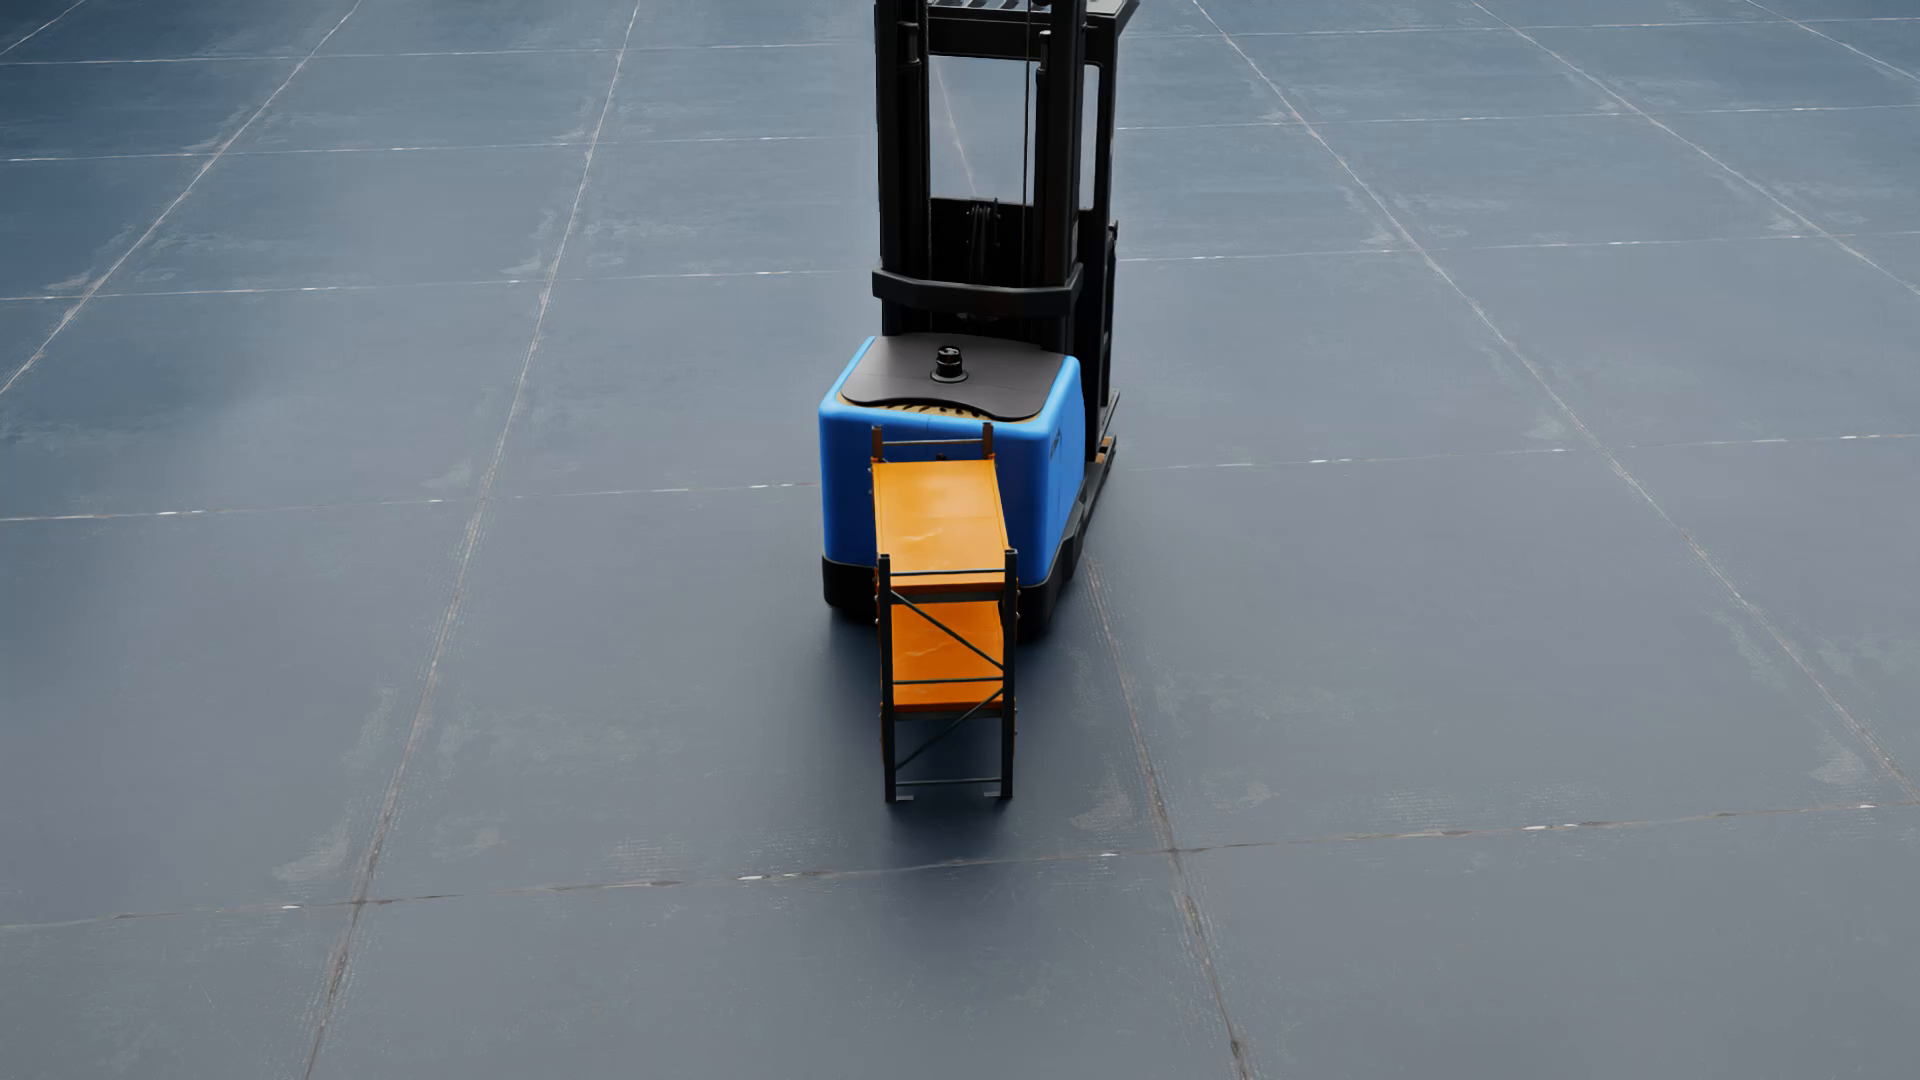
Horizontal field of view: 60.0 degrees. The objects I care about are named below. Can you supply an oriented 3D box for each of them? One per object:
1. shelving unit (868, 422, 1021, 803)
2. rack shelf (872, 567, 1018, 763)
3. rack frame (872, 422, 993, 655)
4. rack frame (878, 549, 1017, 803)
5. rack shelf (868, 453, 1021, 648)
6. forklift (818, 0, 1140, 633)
[{"bbox_3d":[-0.079,0.272,6.698,0.538,1.125,1.048,-2,31,-3],"label":"shelving unit"},{"bbox_3d":[-0.079,0.482,6.823,0.538,0.278,1.000,-2,31,-3],"label":"rack shelf"},{"bbox_3d":[-0.113,0.012,7.133,0.500,1.125,0.032,-2,31,-3],"label":"rack frame"},{"bbox_3d":[-0.045,0.532,6.262,0.500,1.125,0.032,-2,31,-3],"label":"rack frame"},{"bbox_3d":[-0.079,0.021,6.548,0.538,0.278,1.000,-2,31,-3],"label":"rack shelf"},{"bbox_3d":[0.218,-1.589,8.051,1.130,2.935,3.031,7,32,12],"label":"forklift"}]
